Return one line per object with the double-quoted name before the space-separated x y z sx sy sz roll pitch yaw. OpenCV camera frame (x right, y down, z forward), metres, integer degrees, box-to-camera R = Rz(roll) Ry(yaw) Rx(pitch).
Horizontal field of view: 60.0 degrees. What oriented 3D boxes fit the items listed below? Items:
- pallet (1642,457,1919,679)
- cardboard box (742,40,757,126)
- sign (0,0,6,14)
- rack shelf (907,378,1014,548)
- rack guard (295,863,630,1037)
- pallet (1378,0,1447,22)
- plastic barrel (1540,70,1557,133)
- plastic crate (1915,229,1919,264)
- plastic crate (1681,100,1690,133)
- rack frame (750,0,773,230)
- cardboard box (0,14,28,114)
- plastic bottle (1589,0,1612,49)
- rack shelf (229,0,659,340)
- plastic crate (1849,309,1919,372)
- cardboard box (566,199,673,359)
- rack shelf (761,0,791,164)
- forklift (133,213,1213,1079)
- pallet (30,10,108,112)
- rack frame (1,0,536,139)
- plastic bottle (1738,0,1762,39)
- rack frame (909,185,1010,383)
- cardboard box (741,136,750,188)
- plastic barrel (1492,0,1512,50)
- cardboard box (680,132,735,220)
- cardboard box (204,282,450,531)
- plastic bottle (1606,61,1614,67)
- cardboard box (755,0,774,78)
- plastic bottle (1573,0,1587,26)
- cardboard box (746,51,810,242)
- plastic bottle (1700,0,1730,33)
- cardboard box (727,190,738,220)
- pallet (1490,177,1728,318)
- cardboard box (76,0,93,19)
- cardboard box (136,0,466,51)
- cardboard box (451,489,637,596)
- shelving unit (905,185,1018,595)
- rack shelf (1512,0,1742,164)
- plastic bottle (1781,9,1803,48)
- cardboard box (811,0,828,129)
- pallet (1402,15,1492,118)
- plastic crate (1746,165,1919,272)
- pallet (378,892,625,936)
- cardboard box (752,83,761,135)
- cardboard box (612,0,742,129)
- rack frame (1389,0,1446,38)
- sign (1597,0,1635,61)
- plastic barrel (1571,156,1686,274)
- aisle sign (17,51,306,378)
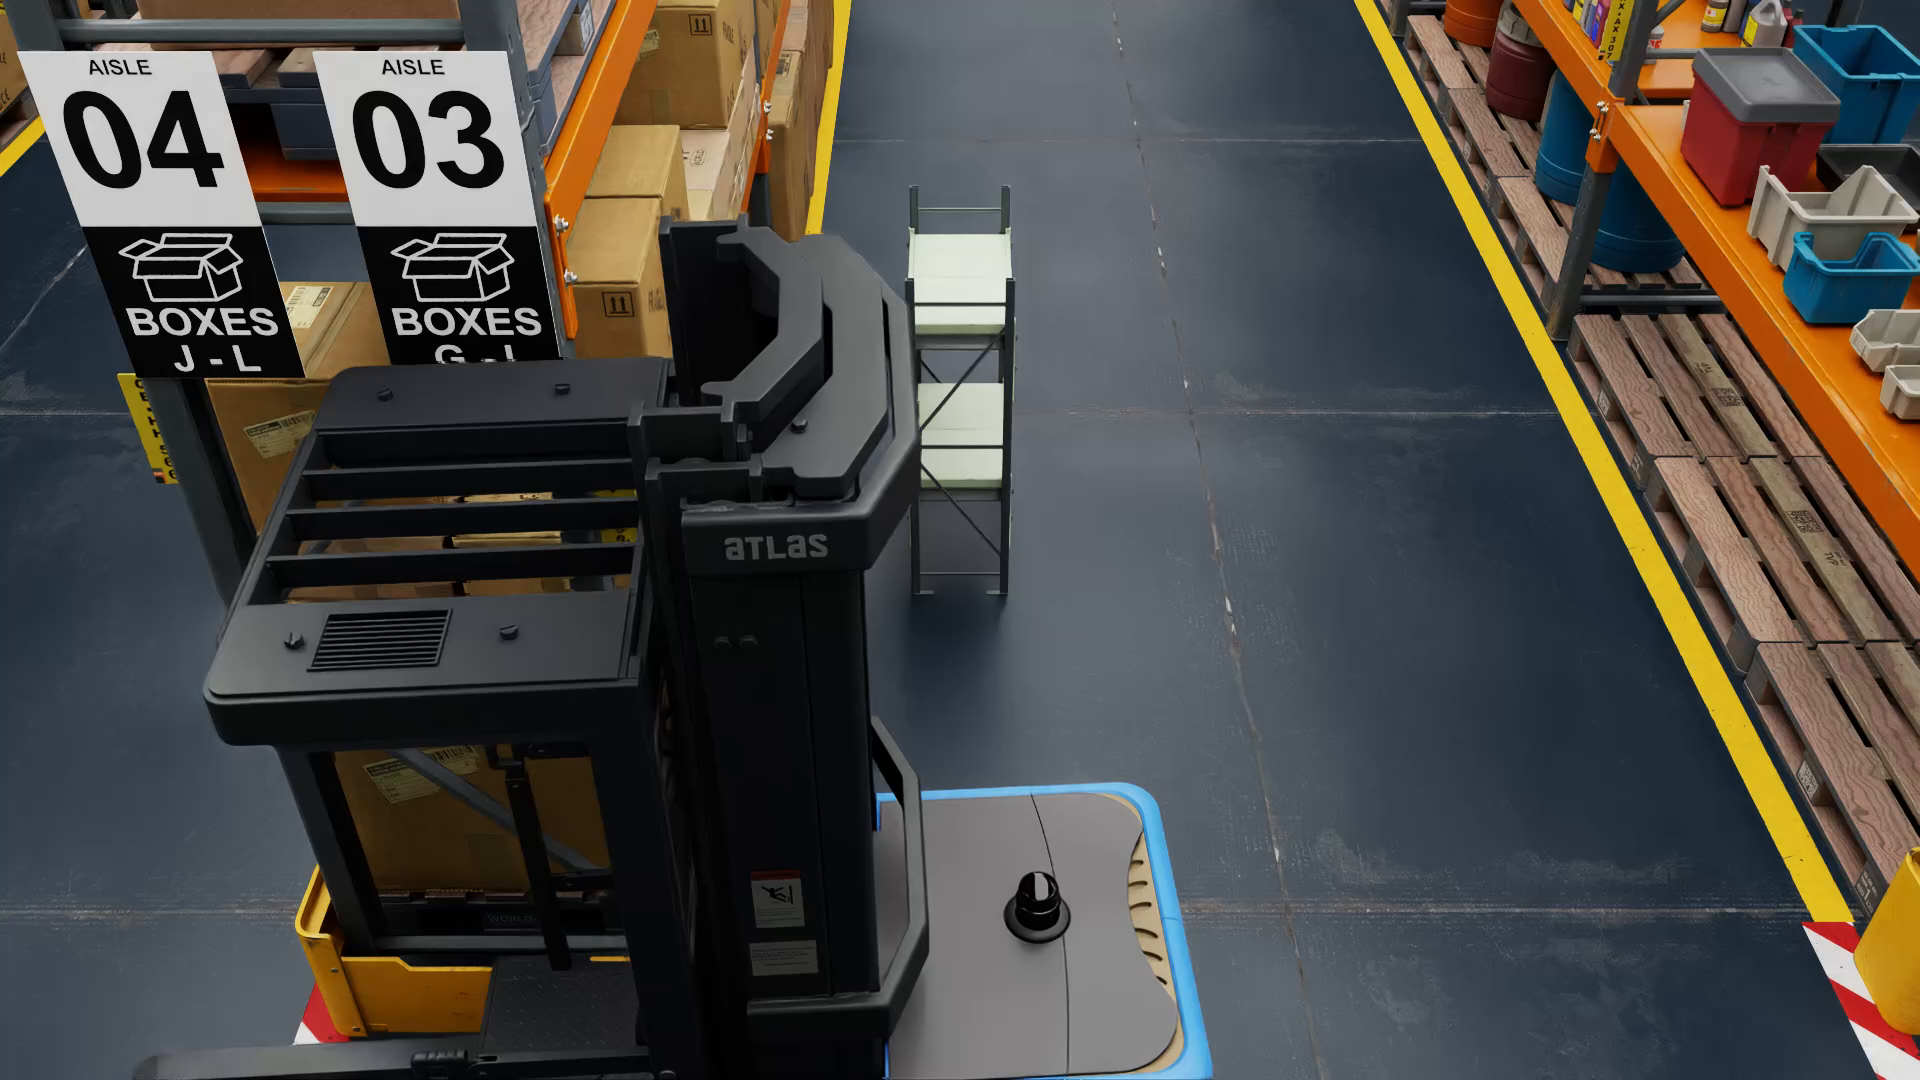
"pallet" 3.572 0.091 6.967 1.003 0.211 1.213 0 39 0
"cardboard box" -1.162 -1.999 7.228 0.500 0.250 0.500 -1 39 -1
"sign" -1.963 -1.210 3.318 0.100 0.325 0.005 0 39 0
"rack shelf" 0.000 -0.335 6.990 0.431 0.370 0.720 0 39 0
"rack guard" -1.420 1.274 5.260 1.175 0.500 0.348 0 39 0
"pallet" 3.561 -4.119 12.221 1.003 0.211 1.213 0 39 0
"plastic barrel" 3.632 -2.551 9.688 0.421 0.512 0.421 0 39 0
"plastic crate" 3.830 -1.053 6.328 0.293 0.136 0.466 0 39 0
"plastic crate" 3.385 -1.851 7.324 0.396 0.136 0.243 0 39 0
"rack frame" -1.425 -2.218 7.619 1.000 3.000 0.127 0 39 0
"cardboard box" -6.114 -2.901 10.134 0.500 0.500 0.500 -2 39 -2
"plastic bottle" 3.158 -2.567 8.148 0.061 0.283 0.133 0 39 0
"rack shelf" -1.423 -1.857 5.345 1.077 0.370 4.000 0 39 0
"plastic crate" 3.321 -0.691 5.876 0.298 0.136 0.250 0 39 0
"cardboard box" -1.152 -0.680 4.982 0.500 0.500 0.500 -1 39 -1
"rack shelf" -1.427 -3.188 9.405 1.077 0.370 4.000 0 39 0
"forklift" -0.915 0.731 3.994 3.031 2.935 1.130 -2 39 -3
"pallet" -6.390 -3.202 11.077 1.003 0.211 1.213 0 39 0
"rack frame" -1.421 -2.057 2.621 1.000 3.000 0.127 0 39 0
"plastic bottle" 3.935 -2.617 8.220 0.097 0.271 0.097 0 39 0
"rack frame" 0.000 -0.818 7.072 0.400 1.500 0.023 0 39 0
"cardboard box" -1.097 -1.608 7.059 0.380 0.149 0.250 -1 39 -1
"plastic barrel" 3.631 -3.257 10.569 0.421 0.512 0.421 0 39 0
"cardboard box" -1.158 -1.357 6.426 0.500 0.250 0.500 1 39 1
"cardboard box" -1.684 -0.371 4.597 0.500 0.500 0.500 0 39 1
"plastic bottle" 3.204 -2.419 7.969 0.152 0.276 0.135 0 39 0
"cardboard box" -1.176 -2.545 7.947 0.500 0.500 0.500 0 39 0
"plastic bottle" 3.200 -2.777 8.356 0.144 0.351 0.185 0 39 0
"cardboard box" -1.446 -1.953 8.651 1.225 0.875 0.875 0 39 0
"plastic bottle" 3.783 -2.651 8.318 0.097 0.201 0.097 0 39 0
"cardboard box" -1.096 -1.286 6.657 0.380 0.149 0.250 1 39 1
"pallet" 3.569 -1.616 9.098 1.003 0.211 1.213 0 39 0
"cardboard box" -6.128 -3.556 10.952 0.500 0.500 0.500 0 39 0
"cardboard box" -1.475 -1.454 3.771 0.700 0.500 0.500 -2 39 -3
"cardboard box" -1.151 -0.074 4.826 0.500 0.250 0.500 -1 39 -1
"shelving unit" 0.000 -0.589 6.786 0.431 1.500 0.755 0 39 0
"rack shelf" 3.526 -3.191 9.409 1.077 0.370 4.000 0 39 0
"plastic bottle" 3.954 -2.405 7.946 0.061 0.283 0.133 0 39 0
"cardboard box" -1.456 -3.065 10.039 1.225 0.875 0.875 0 39 0
"pallet" 3.566 -3.142 11.002 1.003 0.211 1.213 0 39 0
"plastic crate" 3.345 -1.244 6.450 0.437 0.282 0.530 0 39 0
"pallet" -1.500 0.872 5.993 1.003 0.211 1.213 0 39 0
"cardboard box" -1.097 -1.929 7.460 0.380 0.149 0.250 0 39 0
"cardboard box" -1.161 -1.967 6.589 0.500 0.500 0.500 0 39 0
"rack frame" 3.523 -4.723 10.745 1.000 3.000 0.127 0 39 0
"sign" 2.978 -2.330 7.538 0.100 0.325 0.005 0 39 0
"plastic barrel" 3.544 -1.907 8.573 0.600 0.901 0.708 0 39 0
"aisle sign" -1.720 -0.686 3.628 0.394 0.787 0.004 0 39 0
